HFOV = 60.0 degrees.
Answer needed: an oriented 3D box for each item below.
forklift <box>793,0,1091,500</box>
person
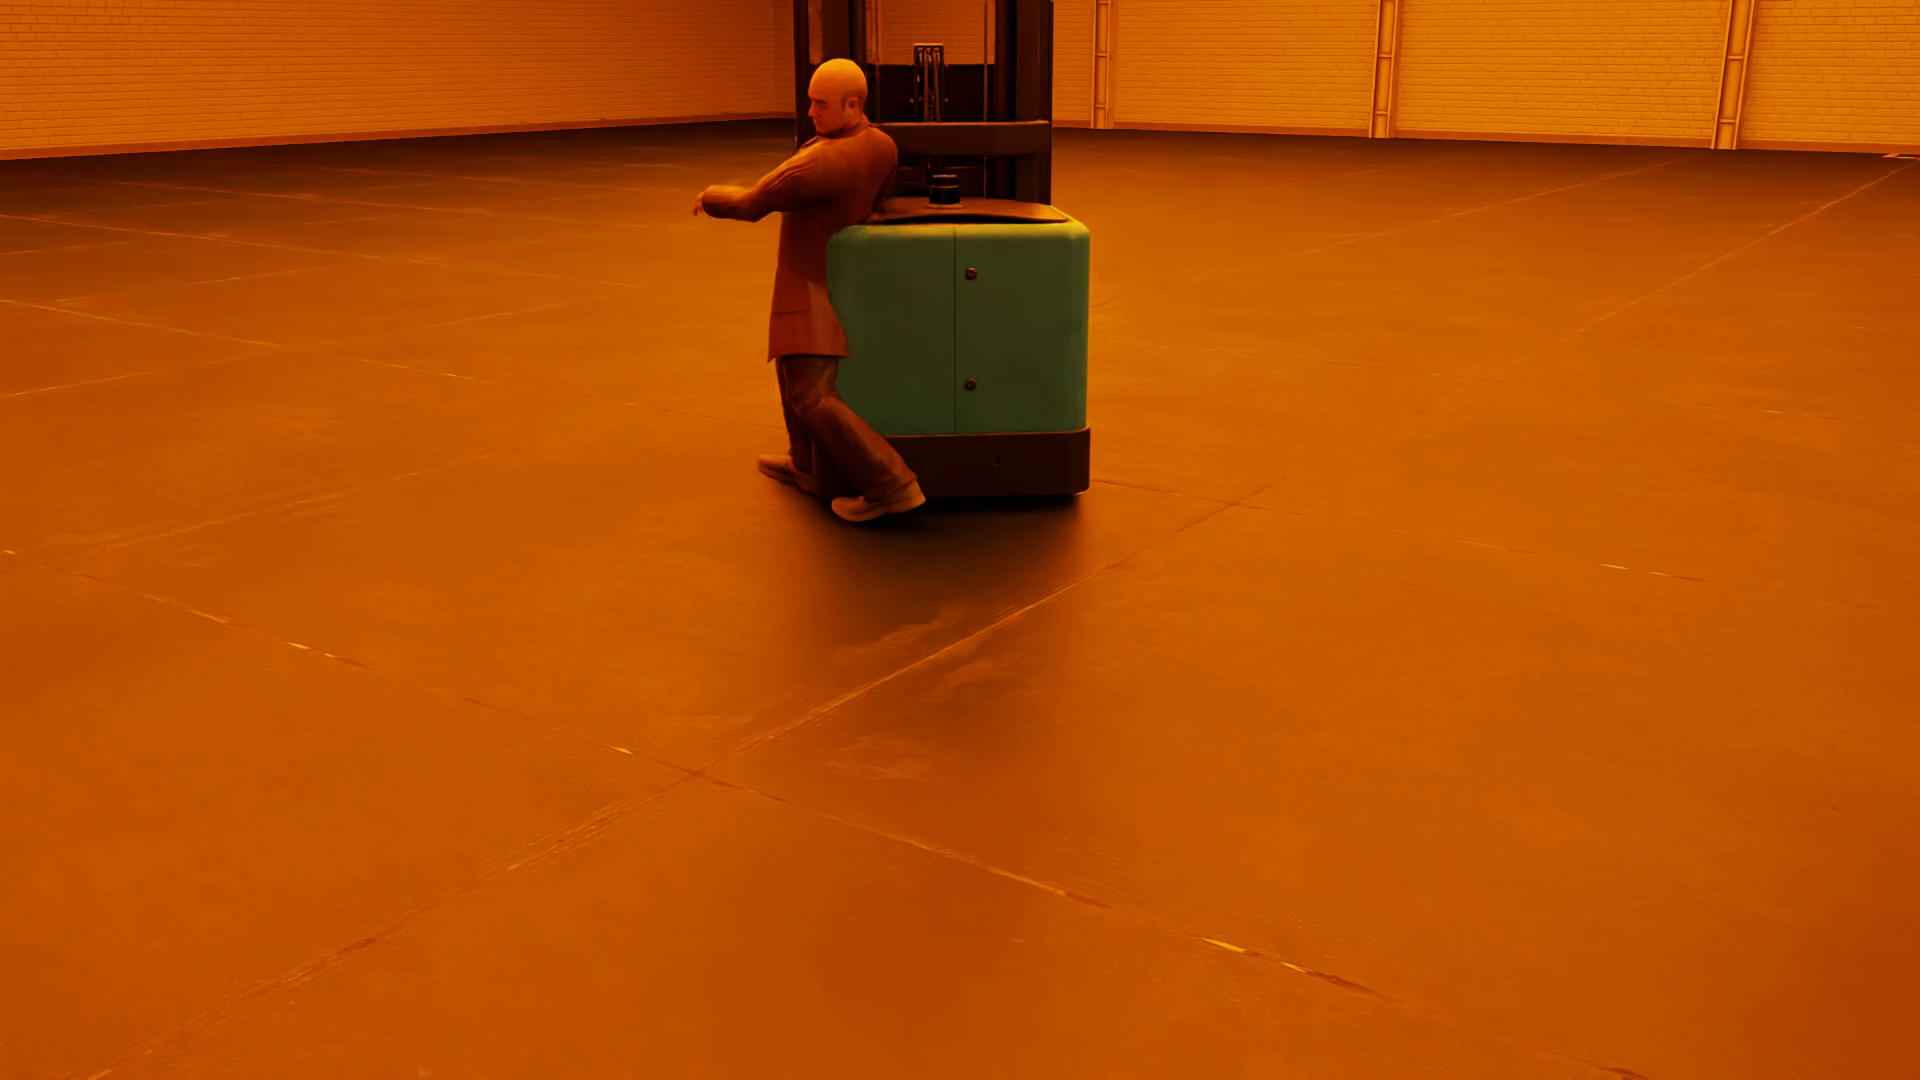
[{"bbox_3d":[-0.180,-1.926,7.273,1.130,2.935,3.031,-2,17,-6],"label":"forklift"},{"bbox_3d":[-0.524,-0.949,6.256,0.943,1.653,0.827,3,17,11],"label":"person"}]
